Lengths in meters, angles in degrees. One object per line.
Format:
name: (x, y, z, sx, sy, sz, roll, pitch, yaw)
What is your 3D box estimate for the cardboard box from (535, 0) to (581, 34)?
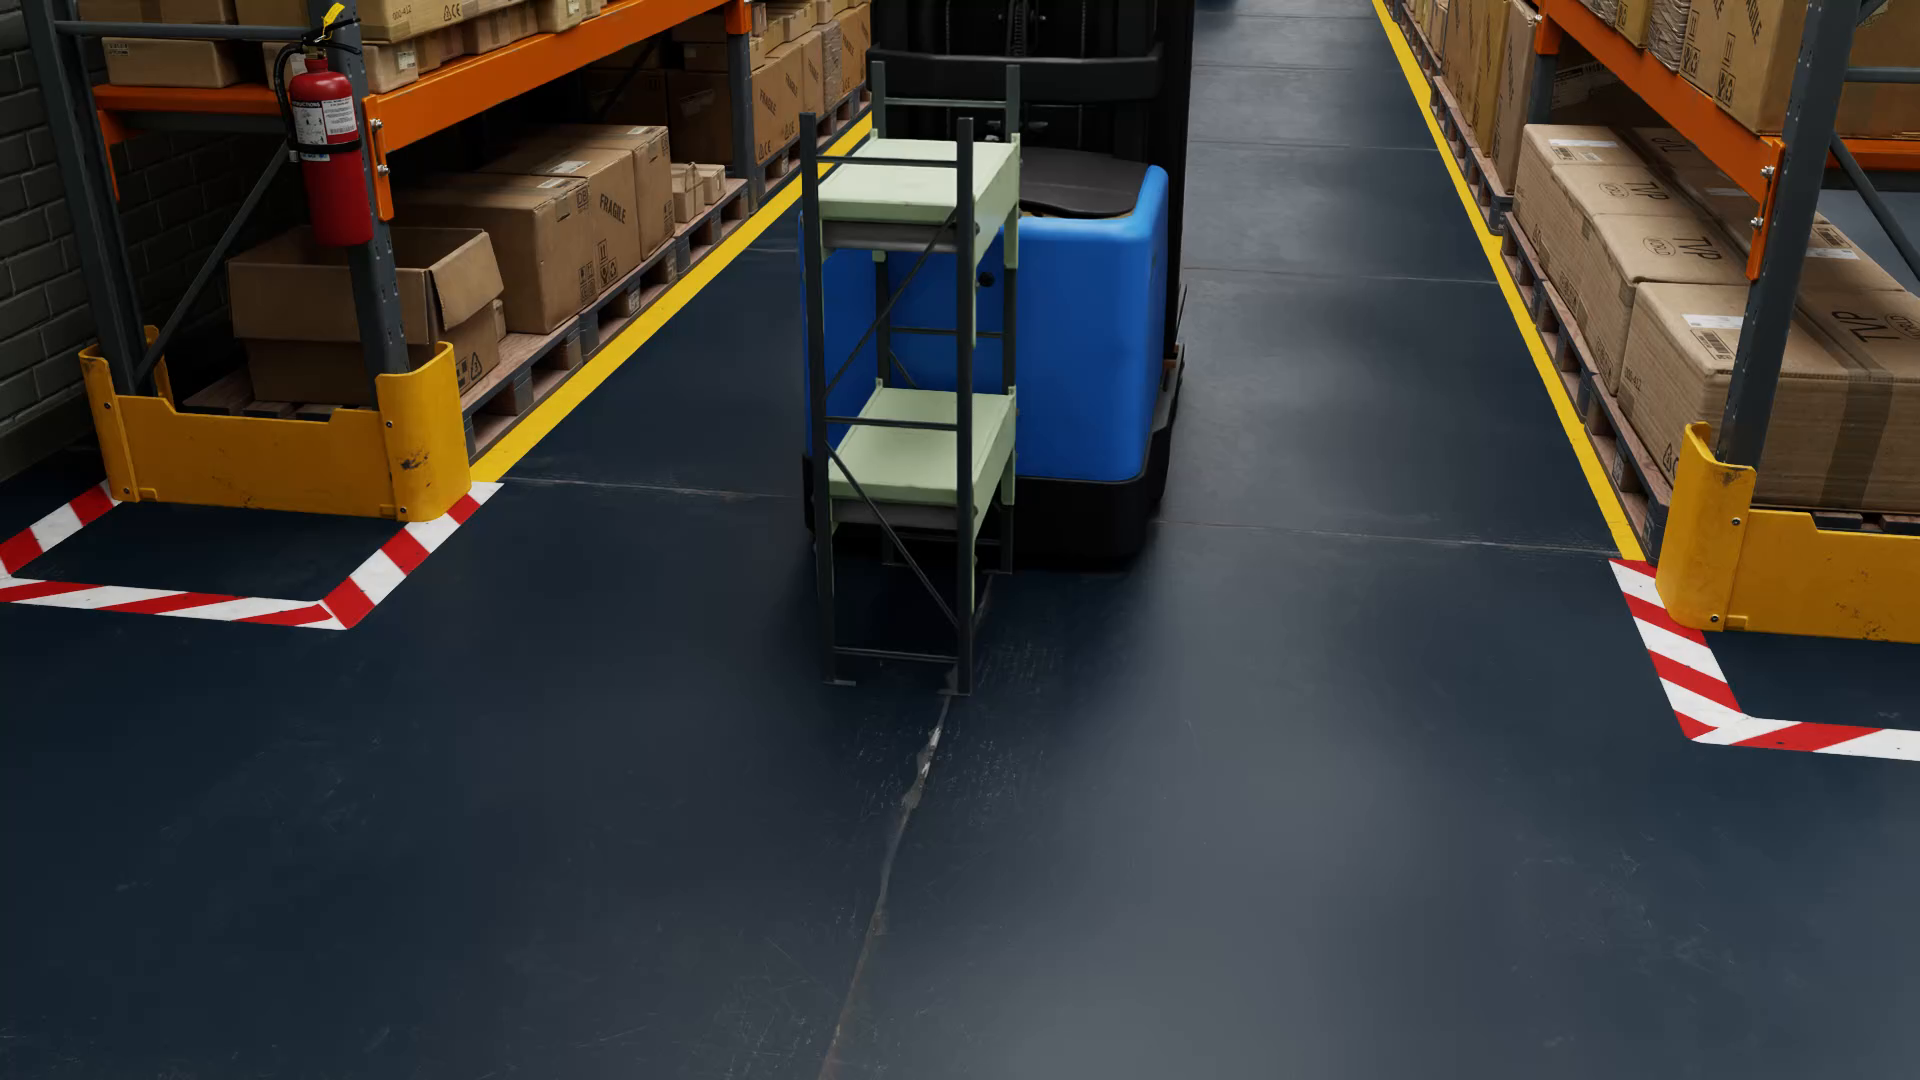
cardboard box: (-1.676, -2.032, 6.349, 0.380, 0.149, 0.250, 3, 25, 7)

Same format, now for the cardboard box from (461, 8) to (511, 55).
cardboard box: (-1.829, -1.820, 5.896, 0.380, 0.149, 0.250, 5, 26, 10)

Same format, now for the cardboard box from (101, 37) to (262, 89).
cardboard box: (-2.470, -1.535, 5.288, 0.380, 0.149, 0.250, 4, 25, 8)

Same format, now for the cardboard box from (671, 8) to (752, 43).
cardboard box: (-1.344, -2.787, 9.003, 0.380, 0.149, 0.250, 4, 25, 8)

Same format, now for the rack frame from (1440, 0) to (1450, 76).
rack frame: (3.945, -4.495, 11.315, 1.000, 3.000, 0.127, 4, 25, 9)

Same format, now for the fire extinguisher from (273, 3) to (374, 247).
fire extinguisher: (-1.828, -1.194, 4.794, 0.296, 0.674, 0.183, 4, 25, 9)

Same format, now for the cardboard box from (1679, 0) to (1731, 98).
cardboard box: (2.553, -1.624, 5.062, 0.500, 0.500, 0.500, 3, 25, 7)

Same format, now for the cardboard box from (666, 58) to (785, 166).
cardboard box: (-1.305, -2.409, 9.312, 0.500, 0.500, 0.500, 5, 26, 11)

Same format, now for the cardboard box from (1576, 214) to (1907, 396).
cardboard box: (2.789, -0.845, 6.045, 0.875, 0.438, 0.875, 5, 25, 10)

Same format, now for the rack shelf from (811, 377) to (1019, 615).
rack shelf: (-0.104, -0.140, 4.550, 0.431, 0.370, 0.720, 4, 25, 9)

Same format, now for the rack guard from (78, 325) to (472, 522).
rack guard: (-2.247, -0.391, 5.496, 1.175, 0.500, 0.348, 4, 25, 9)

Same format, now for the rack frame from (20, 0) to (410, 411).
rack frame: (-2.259, -1.492, 4.898, 1.000, 3.000, 0.127, 4, 25, 9)

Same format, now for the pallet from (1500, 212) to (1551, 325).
pallet: (3.090, -1.247, 7.664, 1.003, 0.211, 1.213, 4, 25, 9)

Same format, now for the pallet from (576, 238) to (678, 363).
pallet: (-1.916, -1.103, 7.357, 1.003, 0.211, 1.213, 4, 25, 9)

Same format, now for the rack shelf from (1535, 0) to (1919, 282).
rack shelf: (2.965, -1.660, 6.107, 1.077, 0.370, 4.000, 4, 25, 9)

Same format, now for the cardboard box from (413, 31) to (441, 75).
cardboard box: (-1.939, -1.606, 5.439, 0.380, 0.149, 0.250, 5, 25, 10)

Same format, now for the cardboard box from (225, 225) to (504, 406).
cardboard box: (-2.066, -0.800, 5.871, 0.797, 0.503, 0.637, 3, 25, 6)

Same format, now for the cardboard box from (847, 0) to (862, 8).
cardboard box: (-0.884, -3.742, 11.394, 0.380, 0.149, 0.250, 3, 25, 7)

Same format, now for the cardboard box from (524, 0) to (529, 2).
cardboard box: (-1.758, -2.153, 6.137, 0.500, 0.250, 0.500, 4, 25, 8)

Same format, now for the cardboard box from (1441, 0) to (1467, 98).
cardboard box: (3.751, -3.440, 11.072, 0.875, 0.875, 0.875, 4, 25, 8)

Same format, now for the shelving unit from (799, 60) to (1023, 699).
shelving unit: (-0.104, -0.436, 4.411, 0.431, 1.500, 0.755, 4, 25, 9)

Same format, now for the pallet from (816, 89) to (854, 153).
pallet: (-1.313, -2.756, 10.889, 1.003, 0.211, 1.213, 4, 25, 9)

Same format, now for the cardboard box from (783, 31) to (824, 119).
cardboard box: (-1.142, -2.841, 10.235, 0.500, 0.500, 0.500, 3, 25, 7)

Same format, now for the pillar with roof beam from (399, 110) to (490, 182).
pillar with roof beam: (1.638, -5.355, 6.075, 9.100, 9.000, 0.400, 4, 25, 9)

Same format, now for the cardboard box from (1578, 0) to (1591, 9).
cardboard box: (2.870, -2.479, 6.890, 0.500, 0.500, 0.500, 4, 25, 9)

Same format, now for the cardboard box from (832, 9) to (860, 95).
cardboard box: (-0.984, -3.276, 11.164, 0.500, 0.500, 0.500, 5, 26, 11)

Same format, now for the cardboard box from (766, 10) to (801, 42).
cardboard box: (-1.176, -3.095, 10.012, 0.380, 0.149, 0.250, 4, 25, 8)

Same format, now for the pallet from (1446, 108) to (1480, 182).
pallet: (3.541, -2.399, 10.126, 1.003, 0.211, 1.213, 4, 25, 9)

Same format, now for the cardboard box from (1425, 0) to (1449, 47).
cardboard box: (4.160, -4.040, 12.947, 0.950, 0.372, 0.625, 4, 25, 8)

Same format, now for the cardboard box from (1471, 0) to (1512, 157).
cardboard box: (3.454, -2.693, 9.477, 0.875, 0.875, 0.875, 5, 26, 10)

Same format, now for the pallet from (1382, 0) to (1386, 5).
pallet: (4.871, -5.700, 17.179, 1.003, 0.211, 1.213, 4, 25, 9)

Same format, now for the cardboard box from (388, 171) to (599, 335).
cardboard box: (-1.888, -1.154, 6.630, 0.700, 0.500, 0.500, 5, 26, 11)

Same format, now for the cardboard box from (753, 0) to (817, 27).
cardboard box: (-1.118, -3.313, 10.478, 0.380, 0.149, 0.250, 4, 25, 9)

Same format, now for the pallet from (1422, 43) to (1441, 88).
pallet: (4.075, -3.559, 12.604, 1.003, 0.211, 1.213, 4, 25, 9)

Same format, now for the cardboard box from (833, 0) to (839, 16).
cardboard box: (-1.012, -3.530, 10.942, 0.380, 0.149, 0.250, 4, 25, 8)

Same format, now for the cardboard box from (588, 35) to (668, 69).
cardboard box: (-1.830, -2.690, 9.147, 0.380, 0.149, 0.250, 3, 25, 6)

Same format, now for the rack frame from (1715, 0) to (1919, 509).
rack frame: (2.638, -1.149, 4.167, 1.000, 3.000, 0.127, 4, 25, 9)

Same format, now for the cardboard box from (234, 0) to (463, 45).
cardboard box: (-1.920, -1.730, 5.233, 0.500, 0.250, 0.500, 4, 25, 9)

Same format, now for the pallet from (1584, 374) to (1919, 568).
pallet: (2.692, -0.226, 5.484, 1.003, 0.211, 1.213, 4, 25, 9)

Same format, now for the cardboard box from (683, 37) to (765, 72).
cardboard box: (-1.285, -2.648, 9.057, 0.380, 0.149, 0.250, 5, 26, 11)

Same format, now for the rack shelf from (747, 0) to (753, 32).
rack shelf: (-1.279, -3.675, 10.412, 1.077, 0.370, 4.000, 4, 25, 9)

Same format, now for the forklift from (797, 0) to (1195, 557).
forklift: (0.283, -1.874, 5.796, 1.130, 2.935, 3.031, 4, 25, 9)

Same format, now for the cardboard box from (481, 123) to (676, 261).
cardboard box: (-1.718, -1.588, 7.557, 0.700, 0.500, 0.500, 3, 25, 7)

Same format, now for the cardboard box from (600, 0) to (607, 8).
cardboard box: (-1.679, -2.256, 6.827, 0.380, 0.149, 0.250, 4, 25, 8)

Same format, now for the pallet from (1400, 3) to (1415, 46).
pallet: (4.473, -4.579, 14.785, 1.003, 0.211, 1.213, 4, 25, 9)

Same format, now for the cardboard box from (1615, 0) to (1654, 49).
cardboard box: (2.699, -2.056, 5.987, 0.500, 0.500, 0.500, 5, 26, 10)

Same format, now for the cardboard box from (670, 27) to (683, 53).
cardboard box: (-1.761, -2.903, 9.602, 0.380, 0.149, 0.250, 4, 25, 9)

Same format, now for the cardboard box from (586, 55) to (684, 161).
cardboard box: (-1.817, -2.448, 9.396, 0.500, 0.500, 0.500, 4, 25, 8)

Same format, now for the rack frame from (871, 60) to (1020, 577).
rack frame: (-0.040, -0.588, 4.738, 0.400, 1.500, 0.023, 4, 25, 9)

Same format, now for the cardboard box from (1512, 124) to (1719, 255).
cardboard box: (3.083, -1.597, 7.650, 0.875, 0.438, 0.875, 4, 25, 8)

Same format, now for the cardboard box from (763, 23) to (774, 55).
cardboard box: (-1.285, -2.877, 9.547, 0.380, 0.149, 0.250, 3, 25, 6)

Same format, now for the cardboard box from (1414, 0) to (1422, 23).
cardboard box: (4.402, -4.648, 14.245, 0.950, 0.372, 0.625, 6, 26, 12)

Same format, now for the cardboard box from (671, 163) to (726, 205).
cardboard box: (-1.407, -1.810, 8.447, 0.380, 0.149, 0.250, 3, 25, 7)
